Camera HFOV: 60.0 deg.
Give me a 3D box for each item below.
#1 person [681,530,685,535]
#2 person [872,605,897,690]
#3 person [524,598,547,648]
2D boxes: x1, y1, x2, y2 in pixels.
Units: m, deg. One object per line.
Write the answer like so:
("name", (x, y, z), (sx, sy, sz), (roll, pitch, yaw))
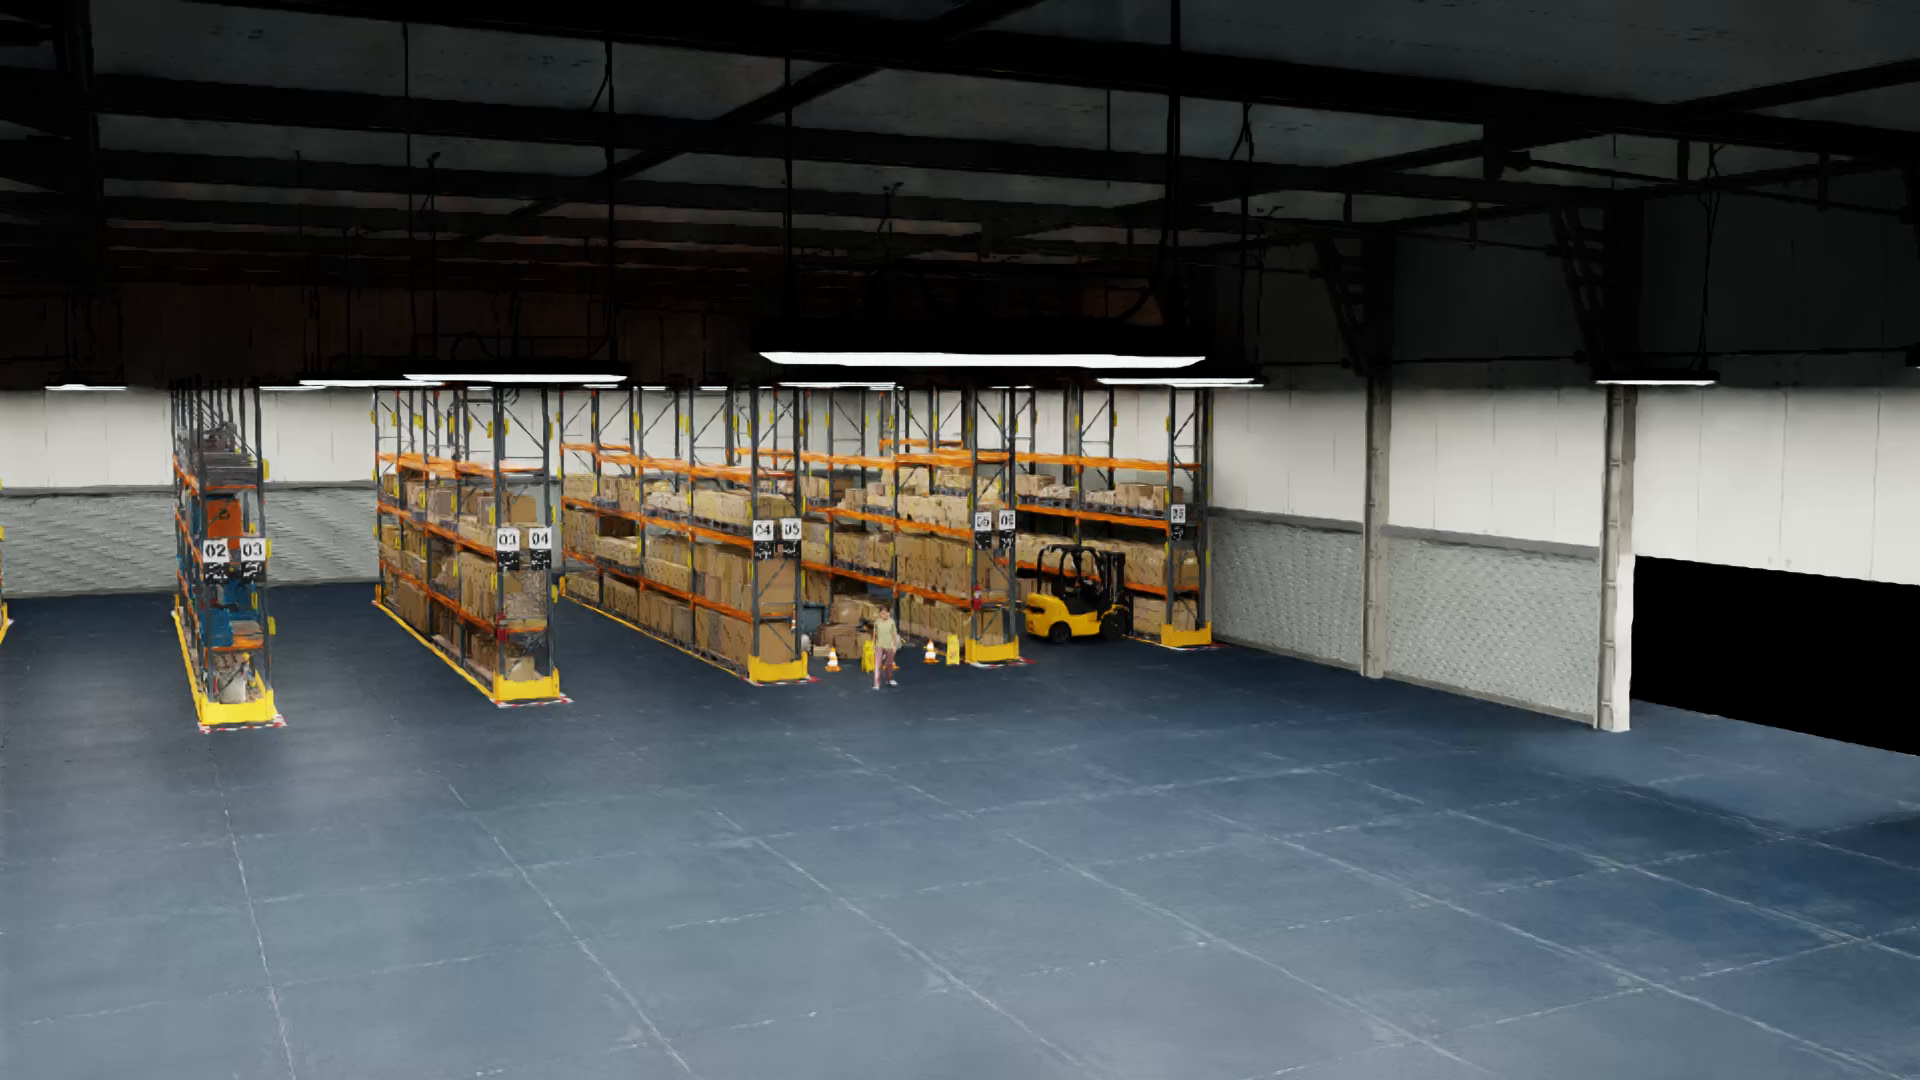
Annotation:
("person", (-8.078, 0.541, 48.595), (0.506, 1.723, 0.636), (-4, 6, -38))
("person", (-1.454, 2.058, 32.119), (0.484, 1.621, 0.946), (0, 5, -3))
("person", (-9.466, 1.568, 37.174), (0.682, 1.715, 0.542), (-3, 6, -29))
